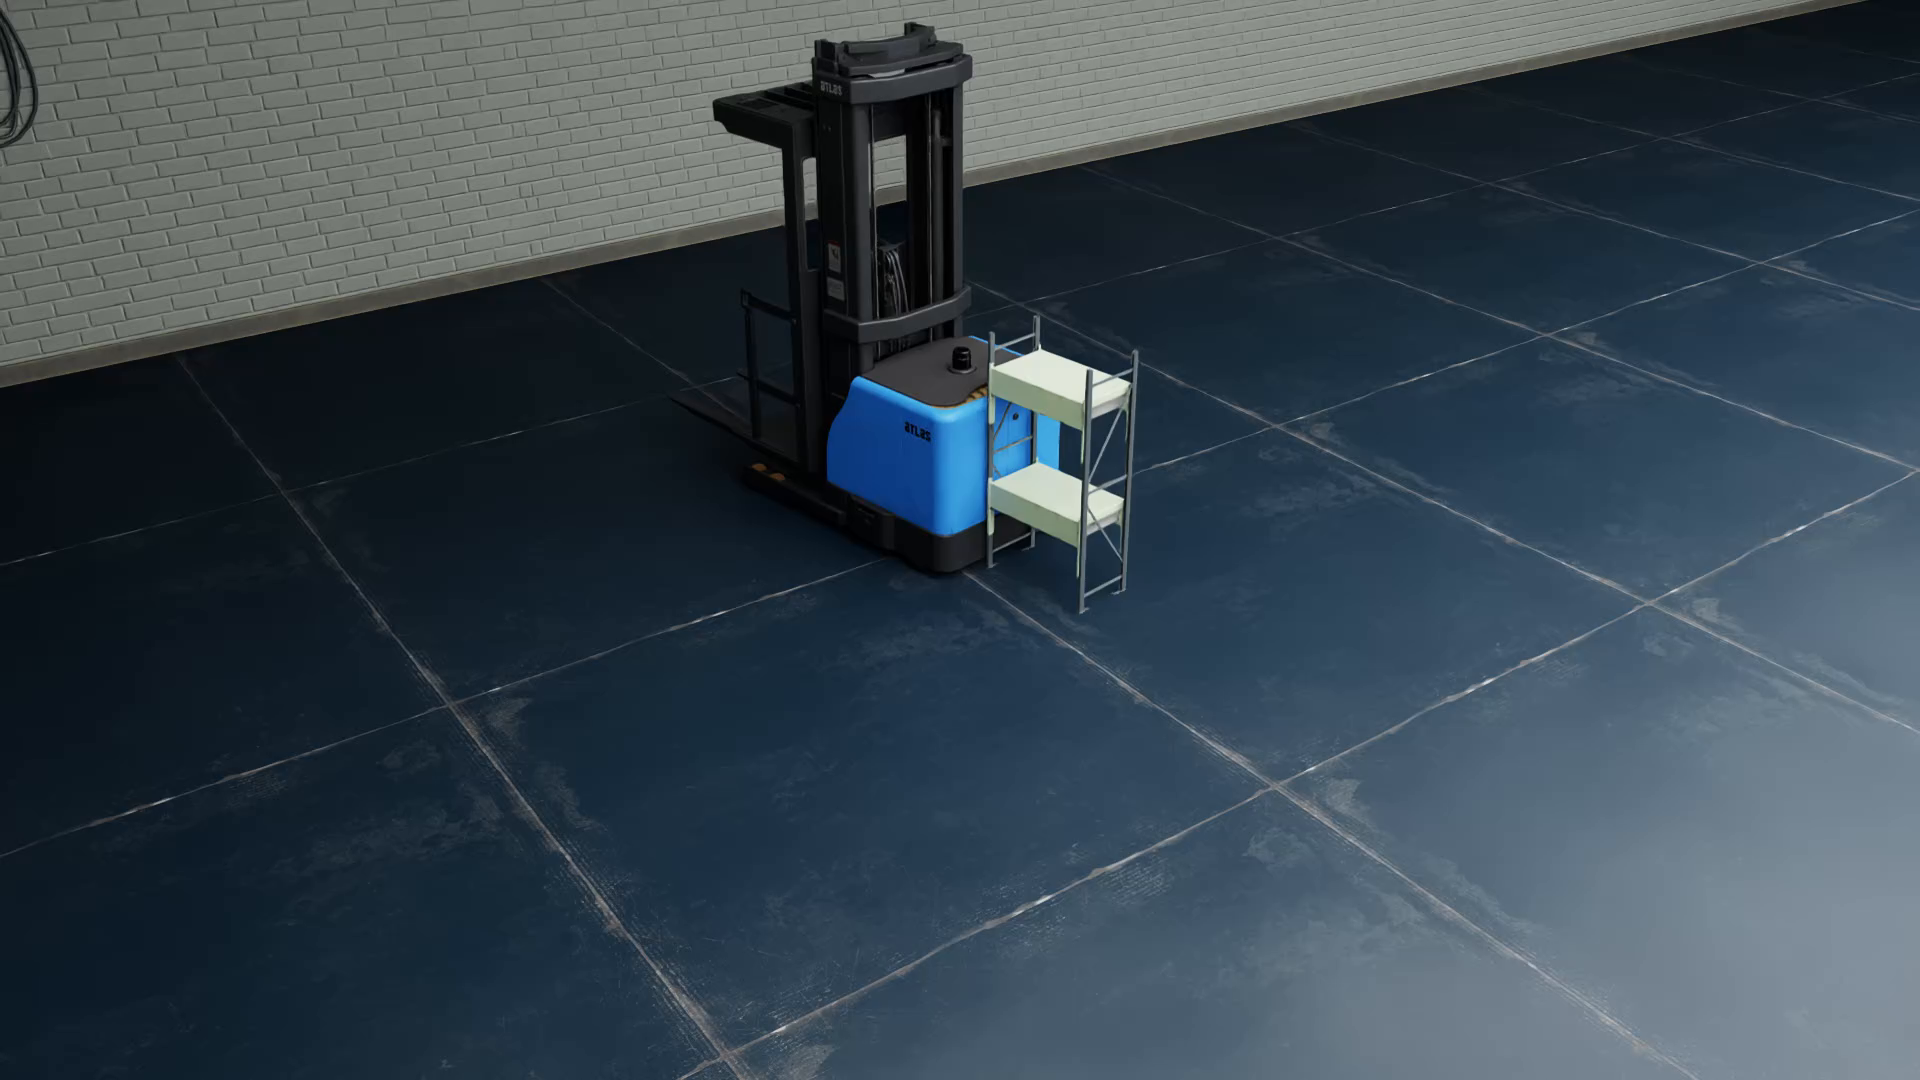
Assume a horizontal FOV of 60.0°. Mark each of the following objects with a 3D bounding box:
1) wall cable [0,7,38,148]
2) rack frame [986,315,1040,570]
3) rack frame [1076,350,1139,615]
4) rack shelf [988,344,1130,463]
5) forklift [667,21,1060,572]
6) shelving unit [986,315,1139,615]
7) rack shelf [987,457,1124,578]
[{"bbox_3d":[-7.736,-3.489,10.499,3.097,2.526,0.112,-19,34,-31],"label":"wall cable"},{"bbox_3d":[0.305,-0.552,9.695,0.400,1.500,0.023,-25,37,-38],"label":"rack frame"},{"bbox_3d":[0.815,-0.301,9.233,0.400,1.500,0.023,-25,37,-38],"label":"rack frame"},{"bbox_3d":[0.560,-0.770,9.278,0.431,0.370,0.720,-25,37,-38],"label":"rack shelf"},{"bbox_3d":[-0.767,-1.706,10.320,1.130,2.935,3.031,-25,37,-38],"label":"forklift"},{"bbox_3d":[0.560,-0.427,9.464,0.431,1.500,0.755,-25,37,-38],"label":"shelving unit"},{"bbox_3d":[0.560,-0.140,9.620,0.431,0.370,0.720,-25,37,-38],"label":"rack shelf"}]
